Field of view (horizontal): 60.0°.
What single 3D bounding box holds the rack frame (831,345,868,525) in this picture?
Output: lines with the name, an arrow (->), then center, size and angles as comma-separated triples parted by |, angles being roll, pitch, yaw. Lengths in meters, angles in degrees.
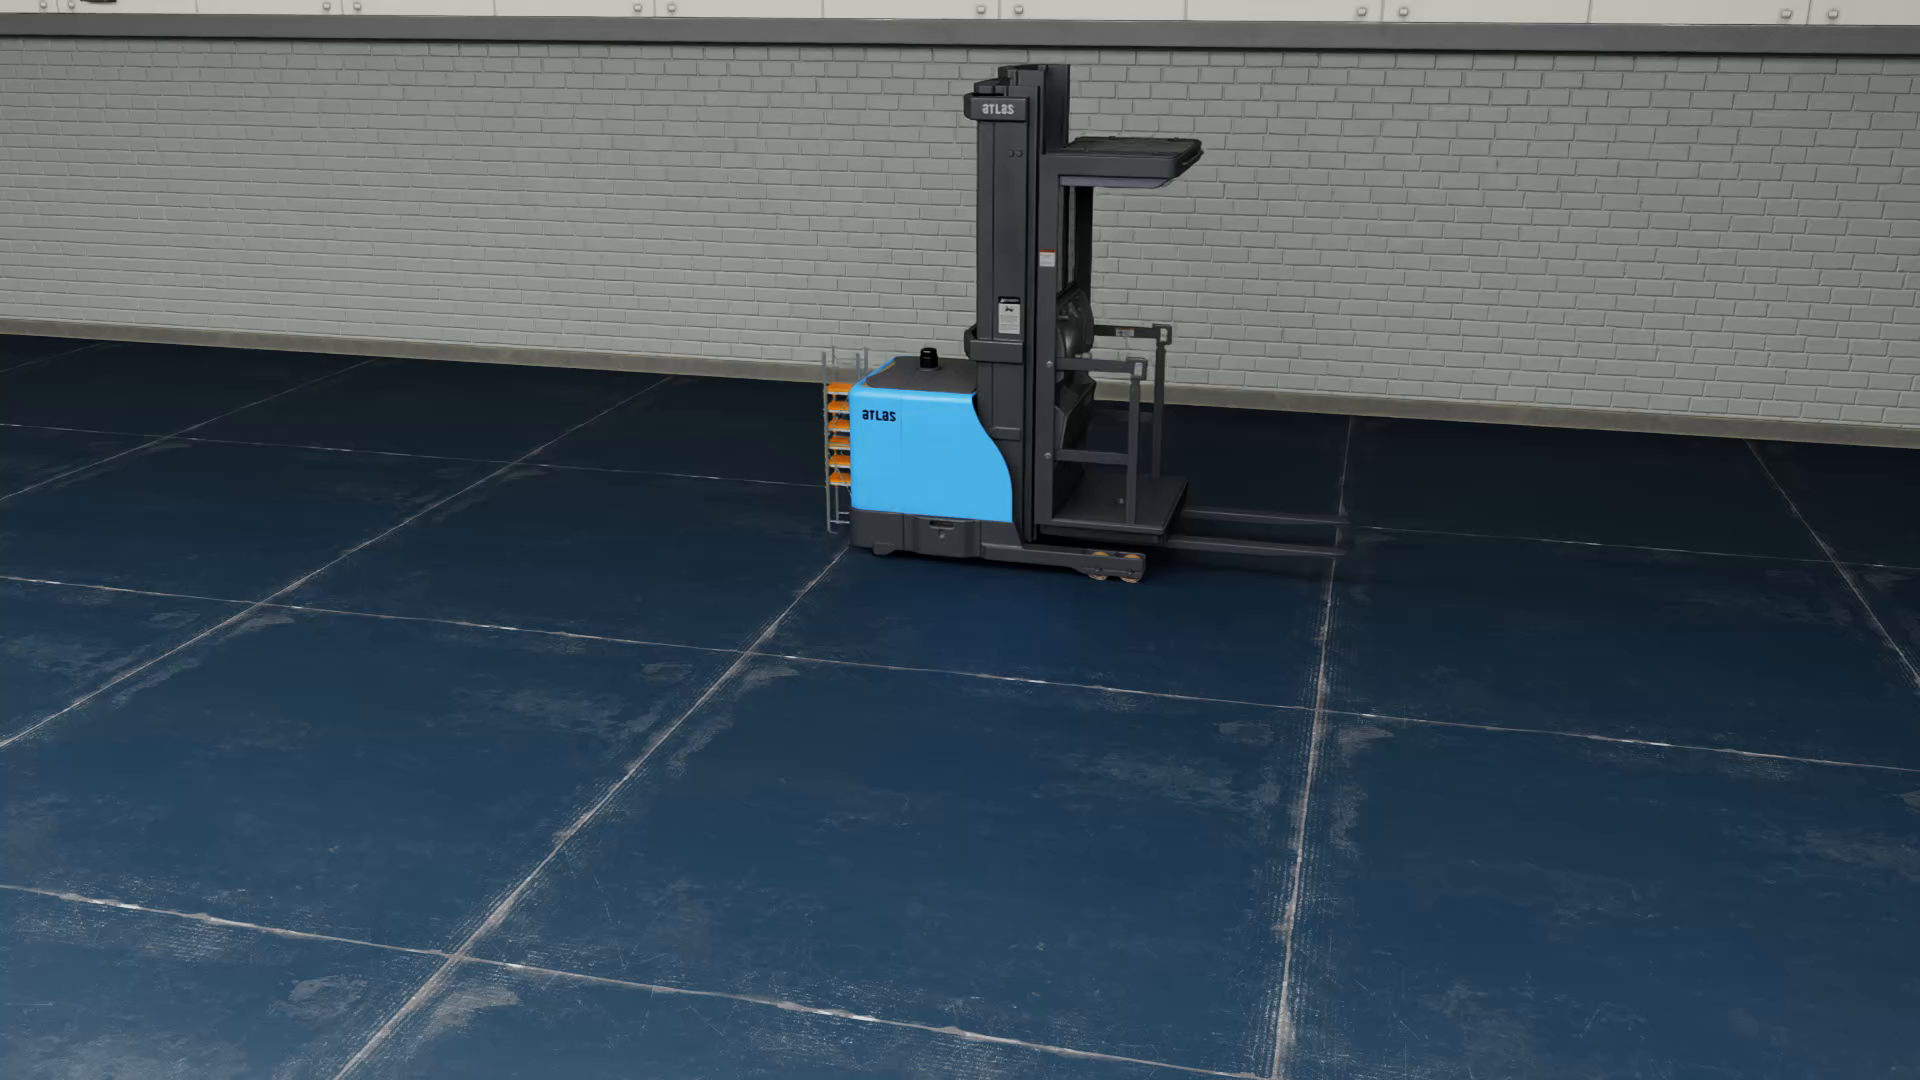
rack frame -> -0.703, -0.664, 10.775 | 0.240, 1.200, 0.006 | 4, 19, 13

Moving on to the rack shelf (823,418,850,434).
rack shelf -> -0.724, -0.707, 10.667 | 0.258, 0.103, 0.180 | 4, 19, 13

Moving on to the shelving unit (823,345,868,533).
shelving unit -> -0.724, -0.635, 10.691 | 0.258, 1.200, 0.189 | 4, 19, 13

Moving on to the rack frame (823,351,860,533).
rack frame -> -0.746, -0.607, 10.607 | 0.240, 1.200, 0.006 | 4, 19, 13

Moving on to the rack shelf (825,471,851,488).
rack shelf -> -0.724, -0.366, 10.783 | 0.258, 0.103, 0.180 | 4, 19, 13

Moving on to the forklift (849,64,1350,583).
forklift -> 0.883, -1.322, 10.023 | 3.031, 2.935, 1.130 | 5, 19, 14

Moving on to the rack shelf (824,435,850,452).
rack shelf -> -0.724, -0.593, 10.706 | 0.258, 0.103, 0.180 | 4, 19, 13

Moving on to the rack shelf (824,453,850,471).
rack shelf -> -0.724, -0.480, 10.744 | 0.258, 0.103, 0.180 | 4, 19, 13

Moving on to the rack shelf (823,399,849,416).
rack shelf -> -0.724, -0.820, 10.628 | 0.258, 0.103, 0.180 | 4, 19, 13

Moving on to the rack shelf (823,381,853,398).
rack shelf -> -0.724, -0.934, 10.589 | 0.258, 0.103, 0.180 | 4, 19, 13
